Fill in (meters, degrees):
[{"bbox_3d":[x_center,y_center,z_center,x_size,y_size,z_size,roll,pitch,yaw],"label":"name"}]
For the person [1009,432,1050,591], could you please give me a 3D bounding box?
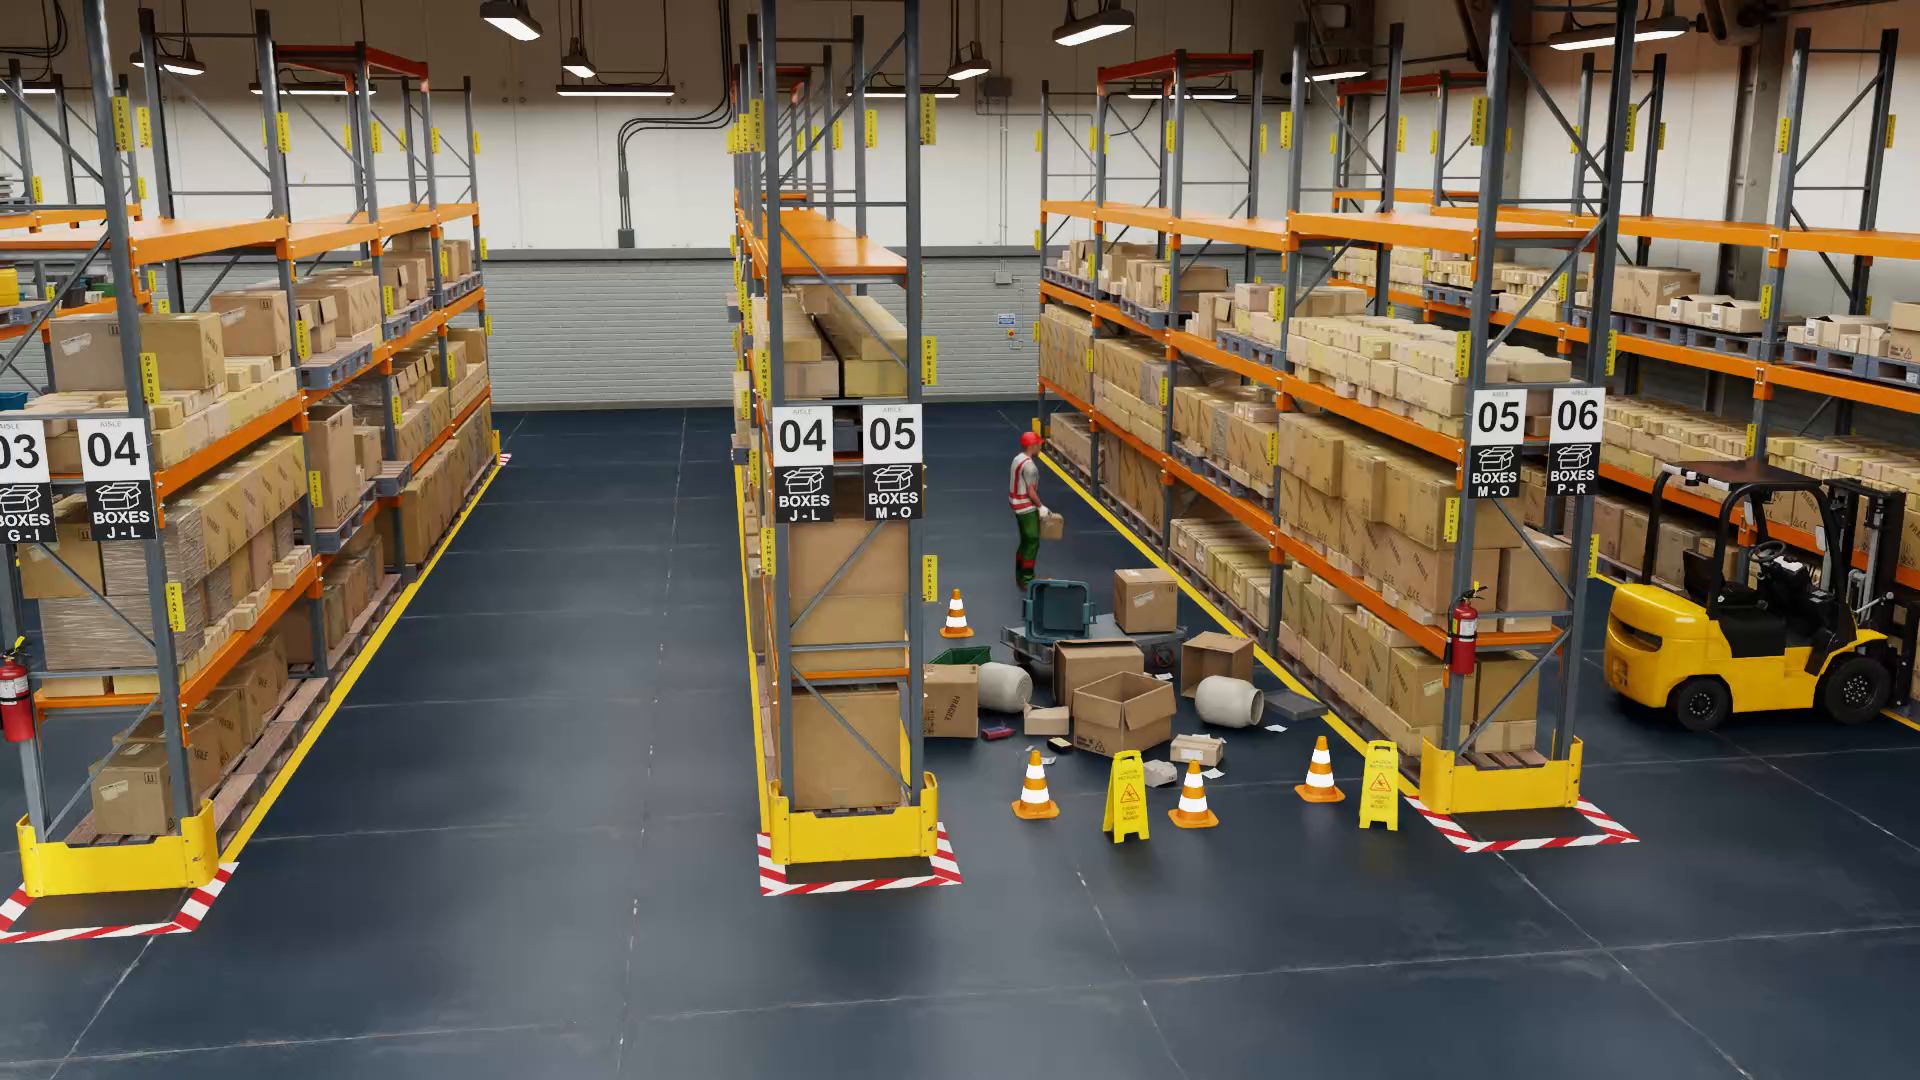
[{"bbox_3d":[0.782,-0.343,18.915,0.425,1.789,0.540,-2,13,-10],"label":"person"}]
